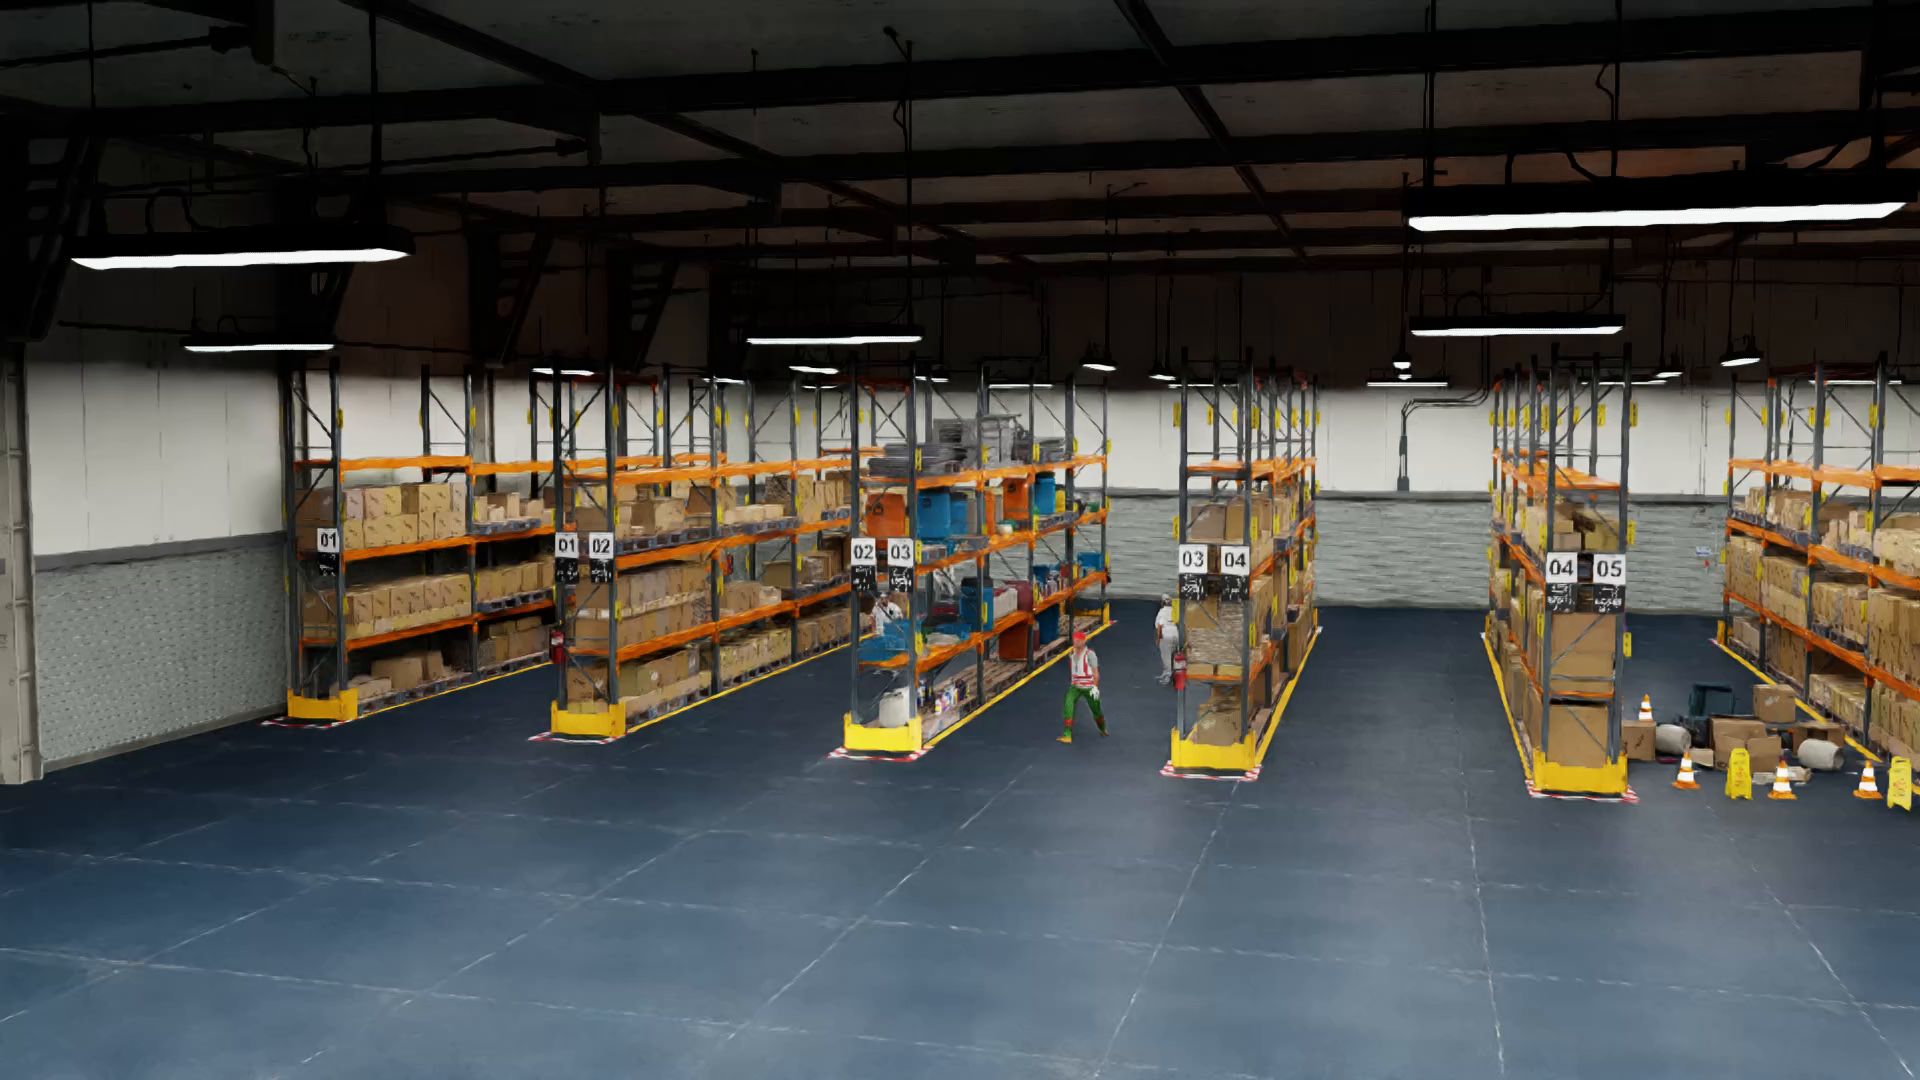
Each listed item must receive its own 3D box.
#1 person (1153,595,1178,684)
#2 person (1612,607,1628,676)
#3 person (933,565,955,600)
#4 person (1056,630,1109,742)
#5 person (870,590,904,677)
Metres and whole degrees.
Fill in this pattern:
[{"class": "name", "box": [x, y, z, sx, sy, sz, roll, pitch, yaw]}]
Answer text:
[{"class": "person", "box": [3.888, 1.855, 31.432, 0.567, 1.657, 0.611, 4, 5, 40]}, {"class": "person", "box": [12.719, 1.826, 32.247, 0.467, 1.599, 0.453, -4, 6, -43]}, {"class": "person", "box": [-0.416, 1.066, 42.585, 0.632, 1.620, 0.754, 0, 4, -6]}, {"class": "person", "box": [1.914, 2.253, 25.775, 0.596, 1.734, 0.978, 3, 5, 35]}, {"class": "person", "box": [-1.417, 1.791, 32.145, 0.683, 1.714, 0.532, 1, 4, 14]}]
